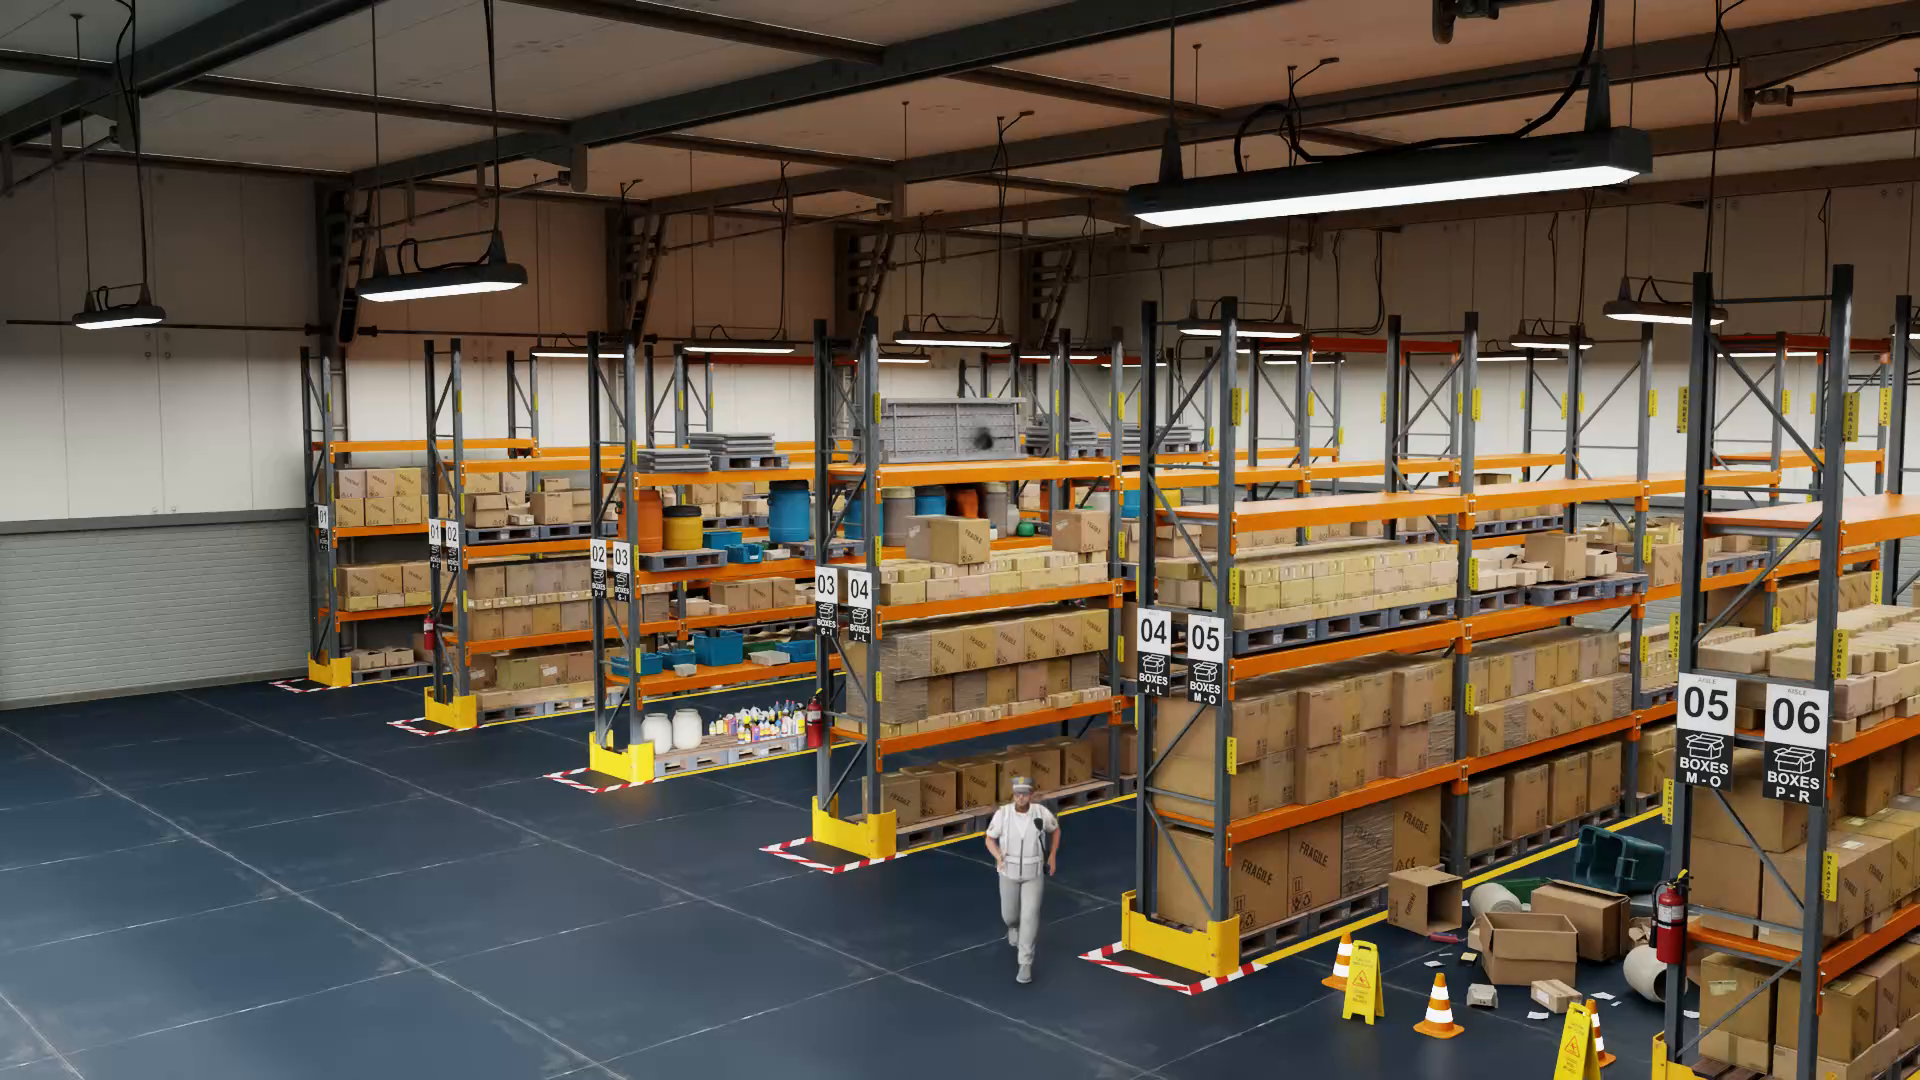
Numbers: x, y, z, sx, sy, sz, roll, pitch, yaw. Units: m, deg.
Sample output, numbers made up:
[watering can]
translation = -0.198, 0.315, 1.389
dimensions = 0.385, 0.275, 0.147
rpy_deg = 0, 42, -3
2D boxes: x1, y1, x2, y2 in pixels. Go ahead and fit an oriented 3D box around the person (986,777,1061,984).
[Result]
[person]
translation = 0.565, 2.974, 14.926
dimensions = 0.674, 1.771, 0.929
rpy_deg = 0, 5, 4
